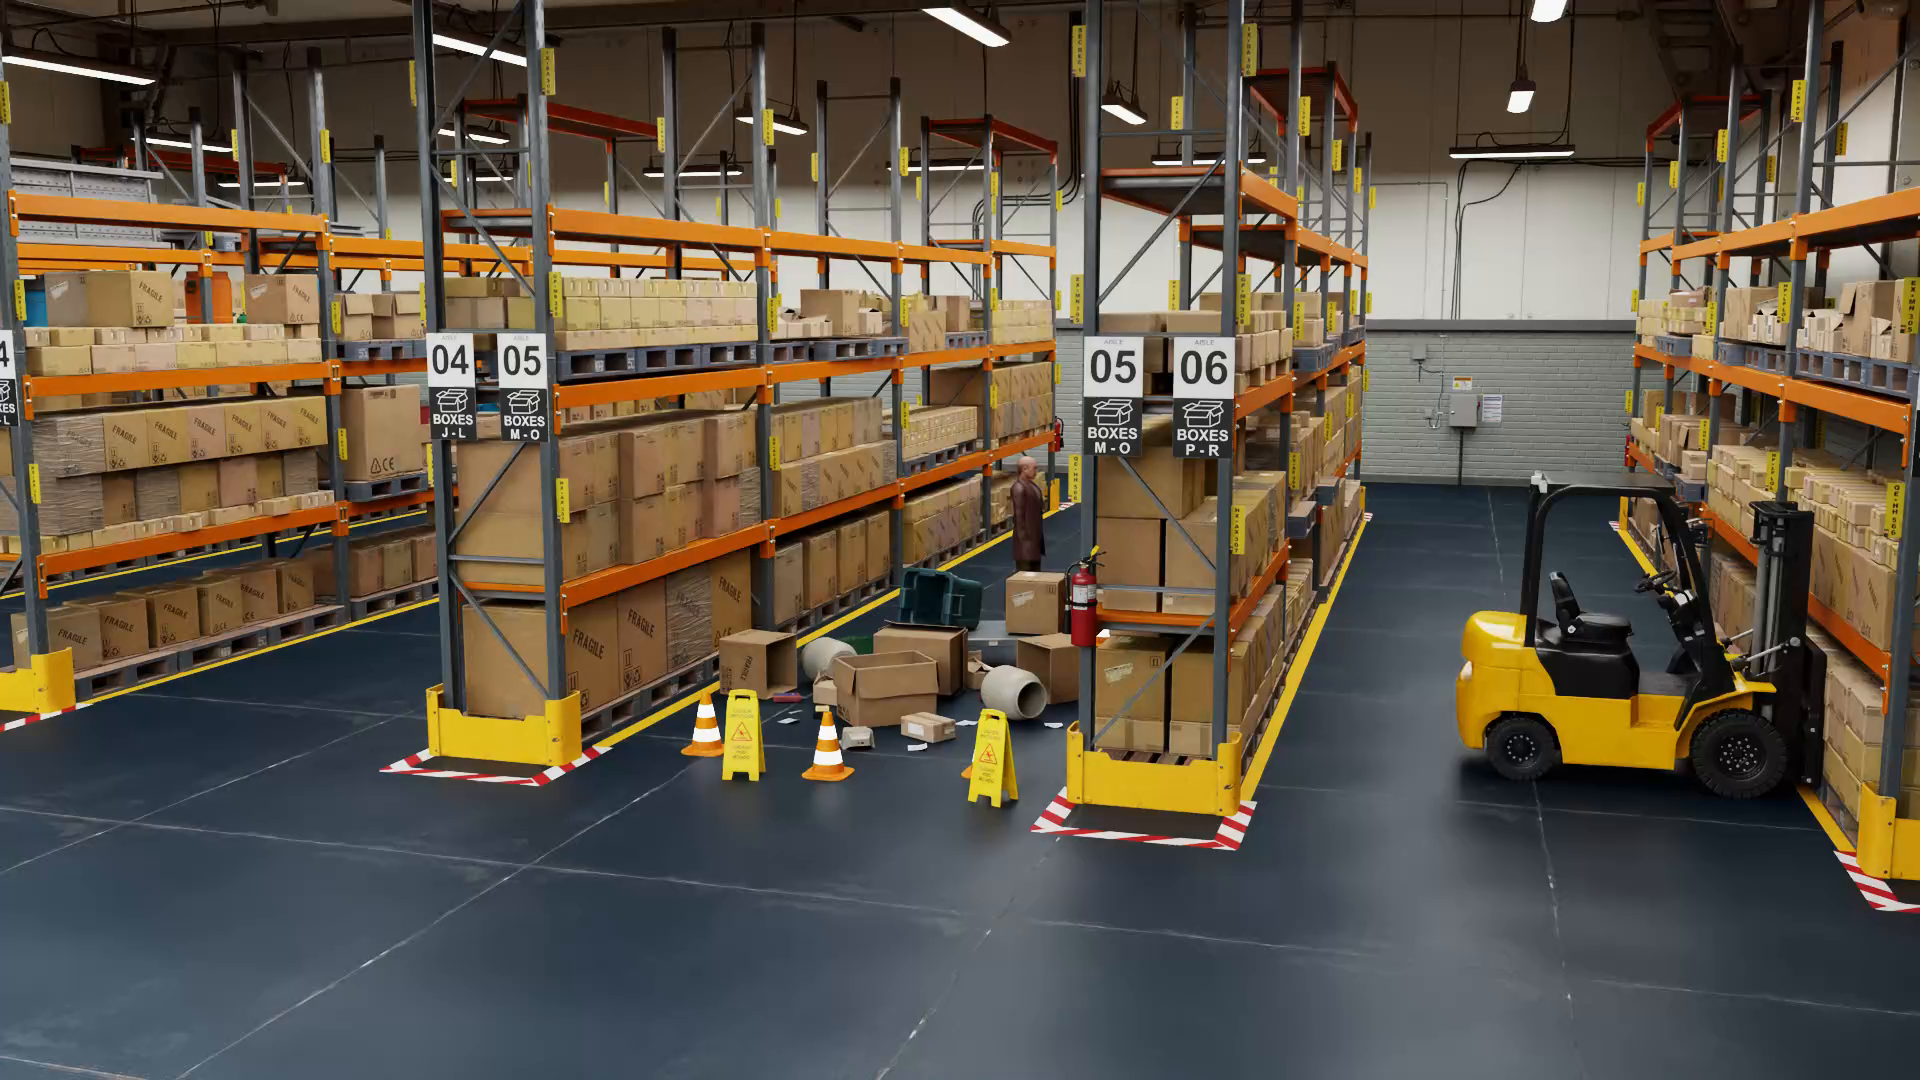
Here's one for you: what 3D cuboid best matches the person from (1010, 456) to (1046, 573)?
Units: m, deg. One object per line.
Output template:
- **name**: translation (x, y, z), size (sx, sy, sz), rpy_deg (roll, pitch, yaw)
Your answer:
- **person**: translation (0.742, -0.011, 18.049), size (0.399, 1.797, 0.563), rpy_deg (3, 9, 17)
